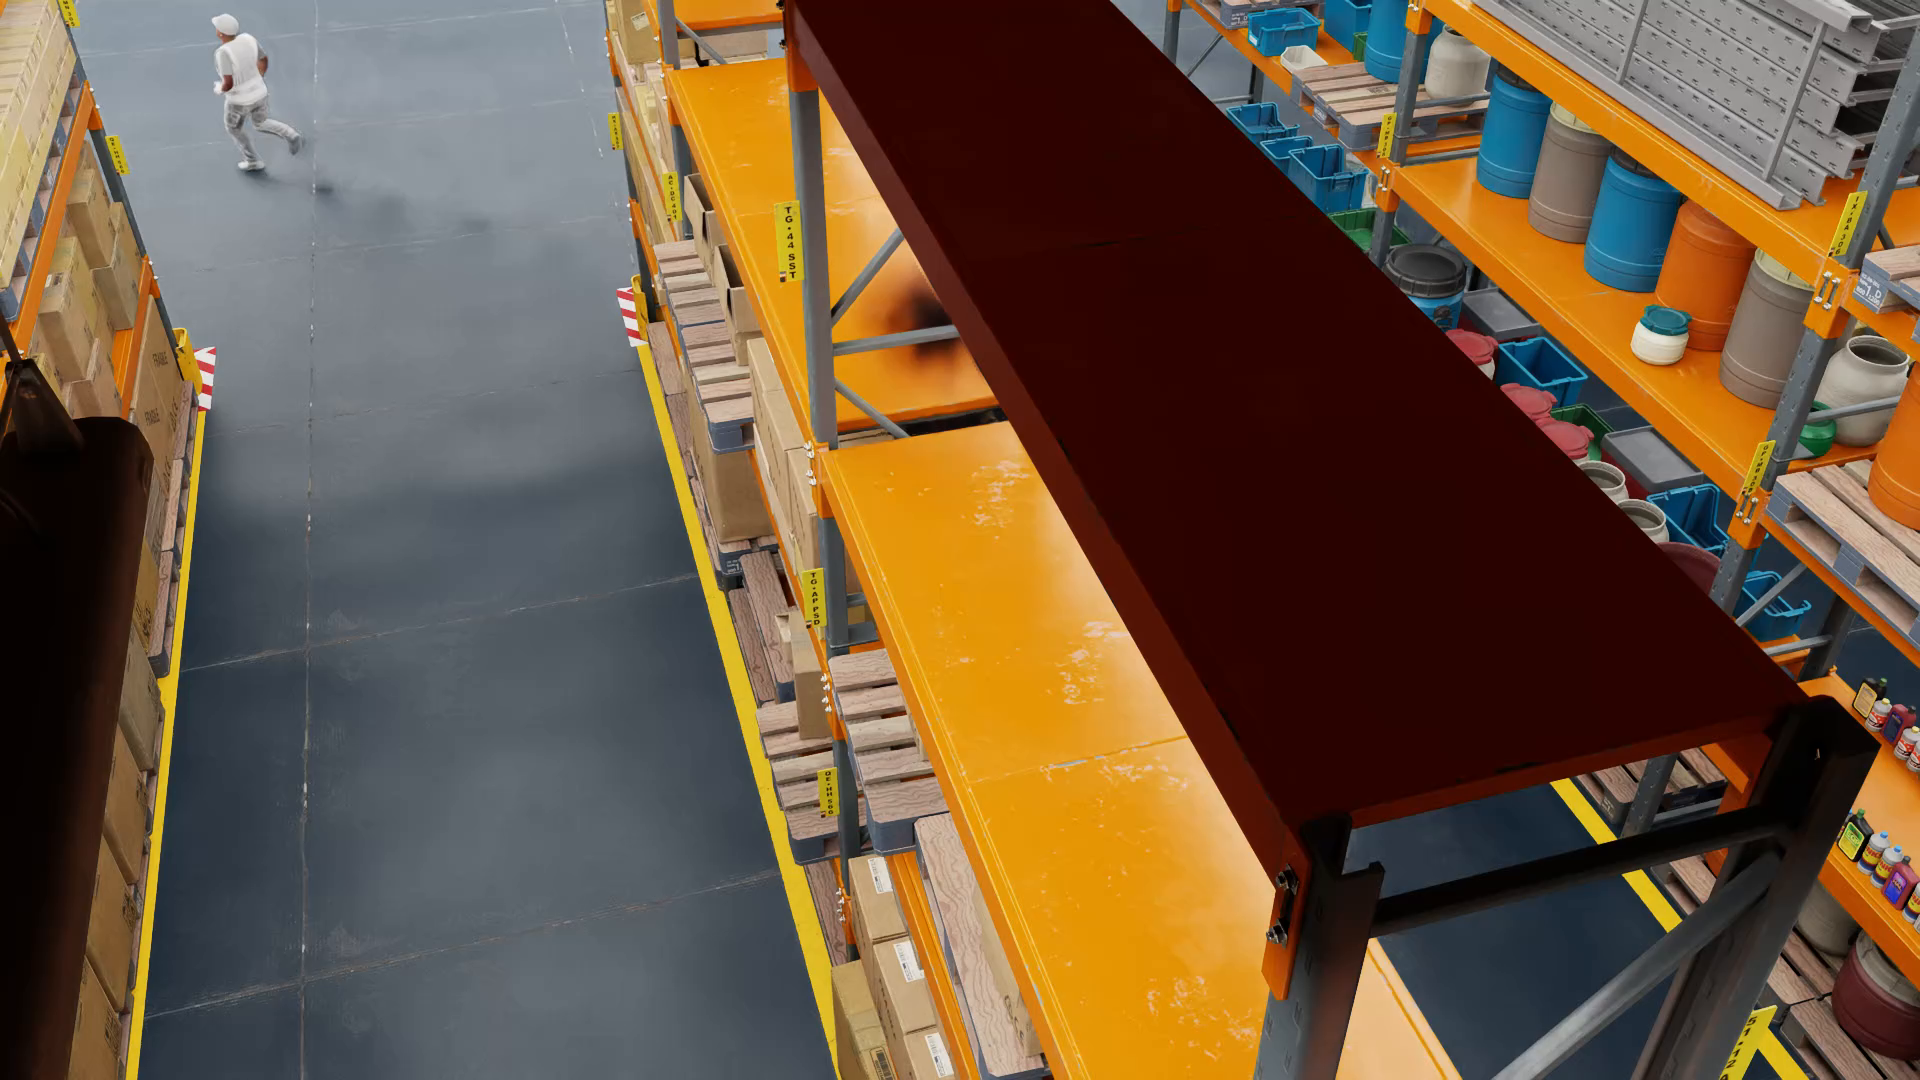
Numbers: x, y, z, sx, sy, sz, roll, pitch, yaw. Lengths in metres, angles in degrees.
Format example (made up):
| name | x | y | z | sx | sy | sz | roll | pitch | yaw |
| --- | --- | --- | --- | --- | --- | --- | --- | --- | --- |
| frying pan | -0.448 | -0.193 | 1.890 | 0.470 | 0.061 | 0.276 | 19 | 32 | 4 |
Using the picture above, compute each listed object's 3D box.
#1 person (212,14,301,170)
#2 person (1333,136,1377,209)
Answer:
| name | x | y | z | sx | sy | sz | roll | pitch | yaw |
| --- | --- | --- | --- | --- | --- | --- | --- | --- | --- |
| person | -7.385 | -4.611 | 17.278 | 0.813 | 1.736 | 0.679 | 16 | 41 | 19 |
| person | 3.901 | -3.650 | 16.058 | 0.695 | 1.839 | 0.847 | -16 | 41 | -20 |
